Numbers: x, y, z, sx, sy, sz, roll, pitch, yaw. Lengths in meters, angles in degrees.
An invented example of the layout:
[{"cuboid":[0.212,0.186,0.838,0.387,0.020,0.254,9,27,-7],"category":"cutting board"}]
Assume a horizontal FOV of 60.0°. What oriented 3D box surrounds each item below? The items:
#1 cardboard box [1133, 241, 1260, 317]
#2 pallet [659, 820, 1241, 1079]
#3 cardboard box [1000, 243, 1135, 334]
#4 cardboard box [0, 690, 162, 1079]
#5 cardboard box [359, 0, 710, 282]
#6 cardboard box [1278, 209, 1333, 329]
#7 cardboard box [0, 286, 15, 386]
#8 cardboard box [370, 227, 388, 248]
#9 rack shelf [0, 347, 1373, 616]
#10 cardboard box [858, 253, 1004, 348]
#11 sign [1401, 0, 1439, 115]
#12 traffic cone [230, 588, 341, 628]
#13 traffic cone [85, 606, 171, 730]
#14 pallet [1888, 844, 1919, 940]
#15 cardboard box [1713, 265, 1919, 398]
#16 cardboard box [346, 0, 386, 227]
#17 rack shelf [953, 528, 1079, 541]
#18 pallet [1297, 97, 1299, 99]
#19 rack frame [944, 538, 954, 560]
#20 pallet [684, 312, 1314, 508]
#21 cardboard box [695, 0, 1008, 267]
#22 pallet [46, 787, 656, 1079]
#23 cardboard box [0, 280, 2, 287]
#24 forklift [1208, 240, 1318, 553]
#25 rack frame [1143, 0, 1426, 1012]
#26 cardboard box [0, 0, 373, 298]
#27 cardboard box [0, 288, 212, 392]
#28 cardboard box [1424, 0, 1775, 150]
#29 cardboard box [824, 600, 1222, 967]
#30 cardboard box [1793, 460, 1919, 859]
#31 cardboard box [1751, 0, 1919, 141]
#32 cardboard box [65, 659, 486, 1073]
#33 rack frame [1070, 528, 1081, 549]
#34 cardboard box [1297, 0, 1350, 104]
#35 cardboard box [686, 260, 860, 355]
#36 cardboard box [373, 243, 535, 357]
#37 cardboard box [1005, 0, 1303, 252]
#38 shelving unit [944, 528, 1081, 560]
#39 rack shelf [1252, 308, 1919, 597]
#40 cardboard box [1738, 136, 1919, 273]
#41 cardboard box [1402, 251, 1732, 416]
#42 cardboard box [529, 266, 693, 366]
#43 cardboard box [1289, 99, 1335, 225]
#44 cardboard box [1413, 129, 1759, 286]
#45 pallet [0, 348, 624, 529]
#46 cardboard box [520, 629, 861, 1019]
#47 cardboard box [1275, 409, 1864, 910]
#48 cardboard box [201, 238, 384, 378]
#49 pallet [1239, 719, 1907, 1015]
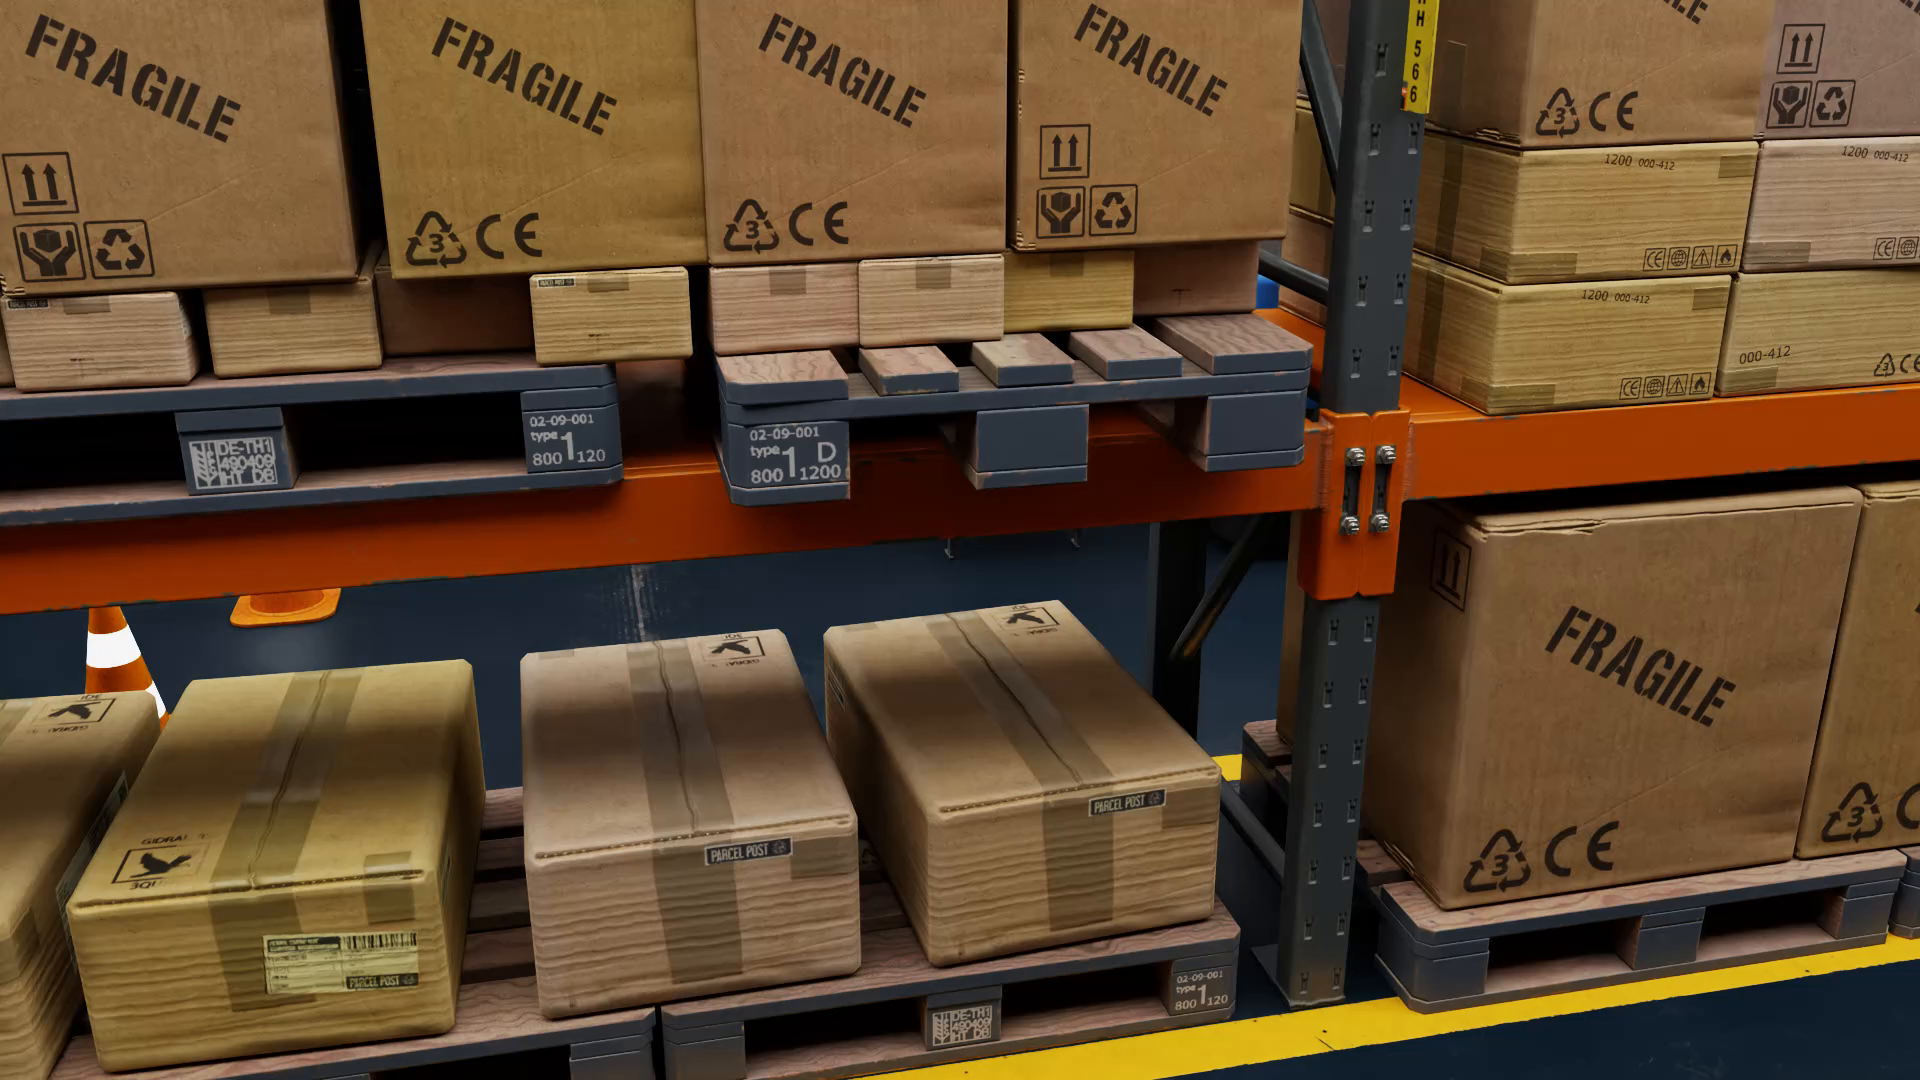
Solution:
[{"cuboid":[0.389,-0.546,3.198,0.250,0.149,0.380,-4,20,-10],"category":"cardboard box"},{"cuboid":[-0.107,0.799,3.825,1.213,0.211,1.003,-5,21,-12],"category":"pallet"},{"cuboid":[0.145,-0.500,3.074,0.250,0.149,0.380,-4,21,-12],"category":"cardboard box"},{"cuboid":[-2.030,0.682,3.303,0.625,0.372,0.950,-3,20,-9],"category":"cardboard box"},{"cuboid":[-0.716,-0.741,2.789,0.500,0.500,0.500,-6,21,-16],"category":"cardboard box"},{"cuboid":[1.086,-0.628,3.886,0.500,0.250,0.500,-5,21,-14],"category":"cardboard box"},{"cuboid":[-1.624,-0.362,2.697,0.250,0.149,0.380,-4,21,-12],"category":"cardboard box"},{"cuboid":[-1.020,-0.574,3.276,0.250,0.149,0.380,-4,20,-10],"category":"cardboard box"},{"cuboid":[-1.292,-0.075,3.205,4.000,0.370,1.077,-5,21,-12],"category":"rack shelf"},{"cuboid":[-0.090,-0.465,2.979,0.250,0.149,0.380,-5,21,-13],"category":"cardboard box"},{"cuboid":[0.788,-0.897,2.834,0.005,0.325,0.100,-5,21,-12],"category":"sign"},{"cuboid":[-2.302,0.012,5.609,0.334,0.463,0.336,-5,21,-12],"category":"traffic cone"},{"cuboid":[-2.354,0.370,4.633,0.334,0.463,0.336,-5,21,-12],"category":"traffic cone"},{"cuboid":[2.623,0.605,4.355,1.213,0.211,1.003,-5,21,-12],"category":"pallet"},{"cuboid":[1.684,-0.502,3.542,0.500,0.250,0.500,-5,21,-14],"category":"cardboard box"},{"cuboid":[-1.347,-0.872,3.146,0.500,0.500,0.500,-5,21,-15],"category":"cardboard box"},{"cuboid":[0.161,-0.329,6.235,0.480,0.518,0.431,-5,21,-12],"category":"rack shelf"},{"cuboid":[1.333,-2.301,8.513,1.213,0.211,1.003,-5,21,-12],"category":"pallet"},{"cuboid":[-0.076,-0.980,5.936,0.015,2.100,0.400,-5,21,-12],"category":"rack frame"},{"cuboid":[-0.015,-0.389,3.295,1.003,0.211,1.213,-5,21,-12],"category":"pallet"},{"cuboid":[-0.225,-0.782,2.899,0.500,0.500,0.500,-5,21,-13],"category":"cardboard box"},{"cuboid":[-1.292,0.895,3.565,1.213,0.211,1.003,-5,21,-12],"category":"pallet"},{"cuboid":[-1.745,-0.654,2.551,0.500,0.500,0.500,-5,21,-13],"category":"cardboard box"},{"cuboid":[2.312,-1.595,6.407,3.031,2.935,1.130,-5,21,-14],"category":"forklift"},{"cuboid":[0.654,-0.571,3.513,0.127,3.000,1.000,-5,21,-12],"category":"rack frame"},{"cuboid":[-1.247,-0.698,2.672,0.500,0.500,0.500,-6,21,-15],"category":"cardboard box"},{"cuboid":[-1.353,-0.366,2.707,0.250,0.149,0.380,-4,20,-10],"category":"cardboard box"},{"cuboid":[1.190,-1.045,3.207,0.500,0.500,0.500,-5,21,-14],"category":"cardboard box"},{"cuboid":[0.102,0.507,3.780,0.625,0.372,0.950,-6,21,-16],"category":"cardboard box"},{"cuboid":[2.214,0.133,4.069,0.875,0.875,0.875,-4,21,-12],"category":"cardboard box"},{"cuboid":[1.671,-1.087,3.323,0.500,0.500,0.500,-5,21,-12],"category":"cardboard box"},{"cuboid":[-1.354,0.626,3.455,0.625,0.372,0.950,-4,20,-11],"category":"cardboard box"},{"cuboid":[0.399,-1.018,6.042,0.015,2.100,0.400,-5,21,-12],"category":"rack frame"},{"cuboid":[1.097,-1.216,3.675,0.500,0.500,0.500,-5,21,-14],"category":"cardboard box"},{"cuboid":[-0.337,-0.448,2.932,0.250,0.149,0.380,-6,21,-15],"category":"cardboard box"},{"cuboid":[-0.875,-0.444,2.921,0.250,0.149,0.380,-4,21,-12],"category":"cardboard box"},{"cuboid":[0.275,-0.826,3.020,0.500,0.500,0.500,-5,21,-14],"category":"cardboard box"},{"cuboid":[0.161,-0.999,5.989,0.503,2.100,0.431,-5,21,-12],"category":"shelving unit"},{"cuboid":[2.600,-0.392,4.069,4.000,0.370,1.077,-5,21,-12],"category":"rack shelf"},{"cuboid":[1.707,-0.734,3.448,0.500,0.250,0.500,-4,21,-11],"category":"cardboard box"},{"cuboid":[1.188,-0.455,3.415,0.500,0.250,0.500,-5,21,-13],"category":"cardboard box"},{"cuboid":[-0.602,-0.422,2.860,0.250,0.149,0.380,-4,21,-12],"category":"cardboard box"},{"cuboid":[1.067,-0.859,3.790,0.500,0.250,0.500,-5,21,-13],"category":"cardboard box"},{"cuboid":[1.204,-0.693,3.337,0.500,0.250,0.500,-5,21,-13],"category":"cardboard box"},{"cuboid":[-1.263,-0.311,3.081,1.213,0.211,1.003,-5,21,-12],"category":"pallet"},{"cuboid":[-0.615,0.568,3.613,0.625,0.372,0.950,-5,21,-14],"category":"cardboard box"},{"cuboid":[1.345,0.202,3.880,0.875,0.875,0.875,-5,21,-13],"category":"cardboard box"},{"cuboid":[-1.101,-0.397,2.791,0.250,0.149,0.380,-5,21,-14],"category":"cardboard box"},{"cuboid":[1.438,0.701,4.094,1.213,0.211,1.003,-5,21,-12],"category":"pallet"}]
